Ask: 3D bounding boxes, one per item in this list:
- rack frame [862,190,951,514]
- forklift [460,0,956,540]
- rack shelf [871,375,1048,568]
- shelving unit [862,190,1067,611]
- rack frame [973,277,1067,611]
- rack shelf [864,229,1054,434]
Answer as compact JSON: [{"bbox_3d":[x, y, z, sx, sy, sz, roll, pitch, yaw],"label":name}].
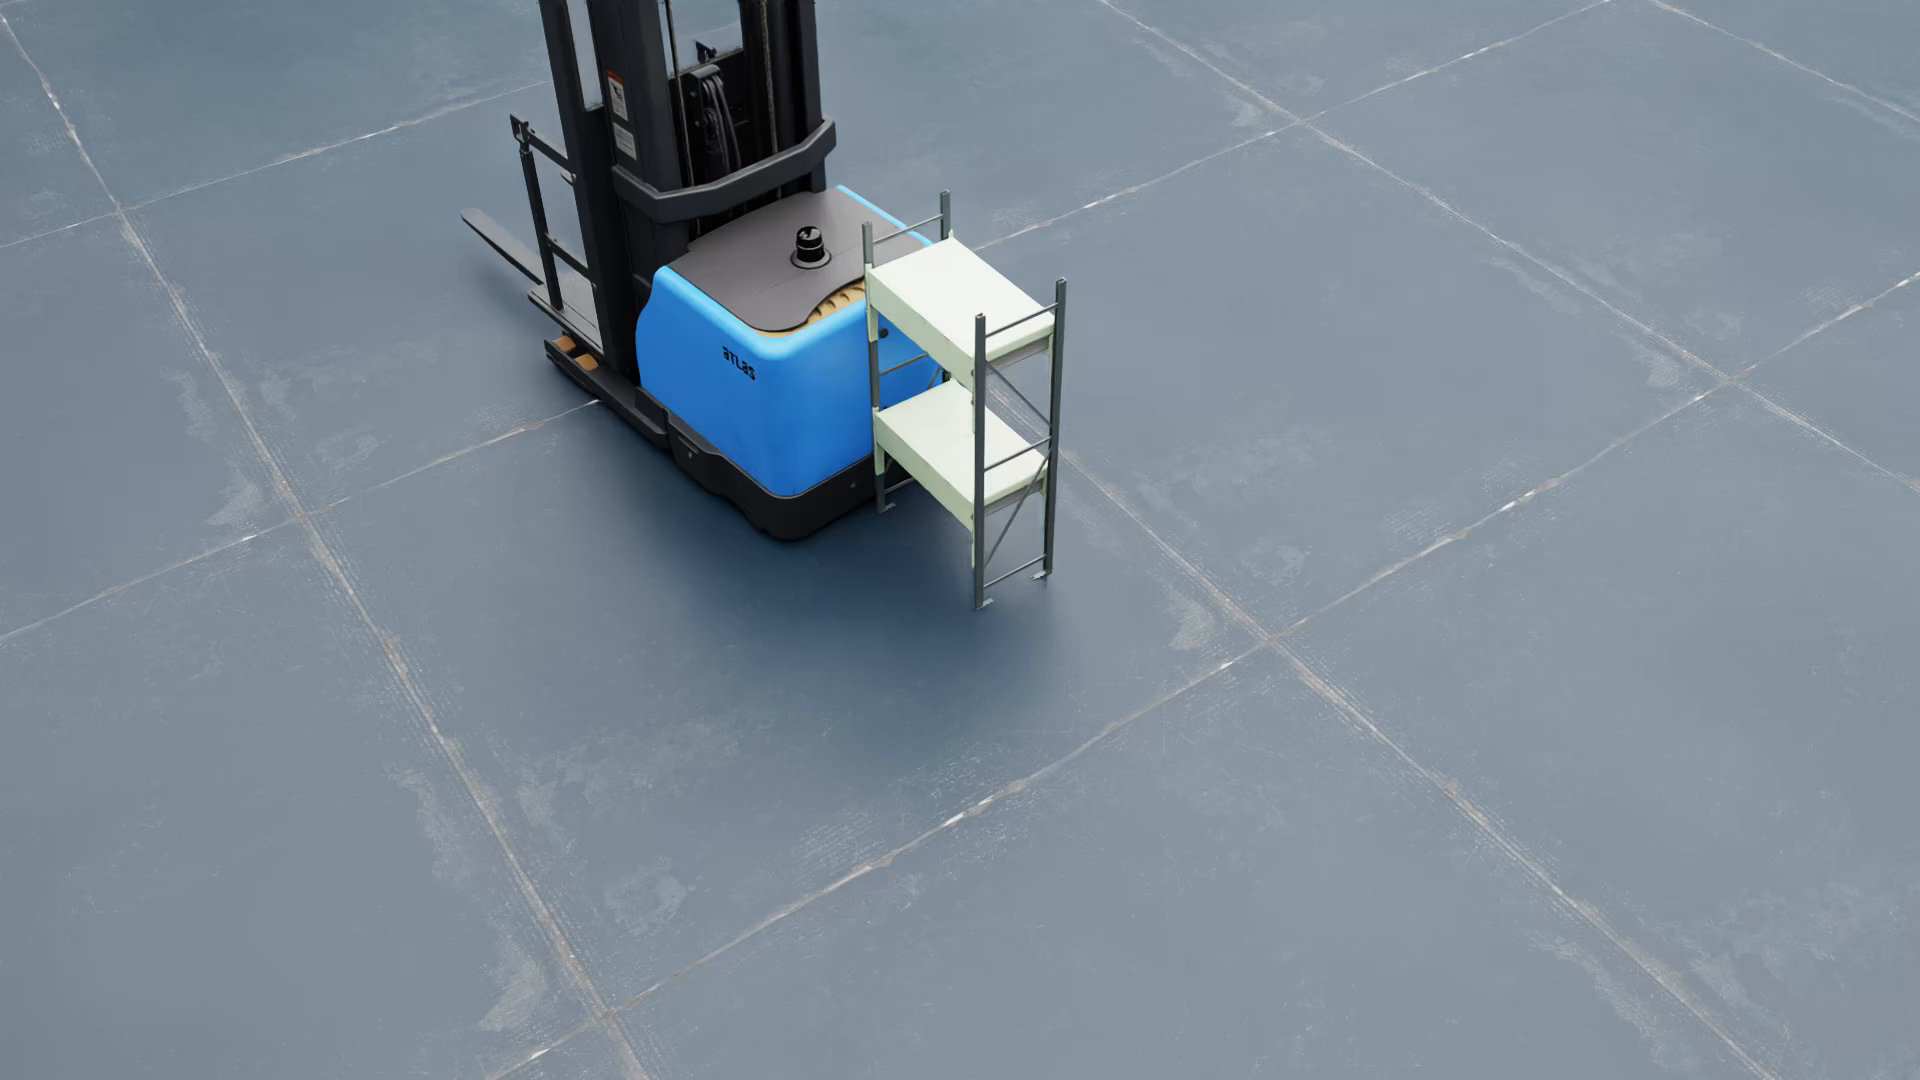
[{"bbox_3d":[-0.204,-0.742,6.931,0.400,1.500,0.023,-27,50,-25],"label":"rack frame"},{"bbox_3d":[-1.362,-1.998,7.211,1.130,2.935,3.031,-32,52,-29],"label":"forklift"},{"bbox_3d":[0.010,-0.301,6.941,0.431,0.370,0.720,-27,50,-25],"label":"rack shelf"},{"bbox_3d":[0.009,-0.537,6.716,0.431,1.500,0.755,-27,50,-25],"label":"shelving unit"},{"bbox_3d":[0.223,-0.331,6.501,0.400,1.500,0.023,-27,50,-25],"label":"rack frame"},{"bbox_3d":[0.008,-0.818,6.446,0.431,0.370,0.720,-27,50,-25],"label":"rack shelf"}]
